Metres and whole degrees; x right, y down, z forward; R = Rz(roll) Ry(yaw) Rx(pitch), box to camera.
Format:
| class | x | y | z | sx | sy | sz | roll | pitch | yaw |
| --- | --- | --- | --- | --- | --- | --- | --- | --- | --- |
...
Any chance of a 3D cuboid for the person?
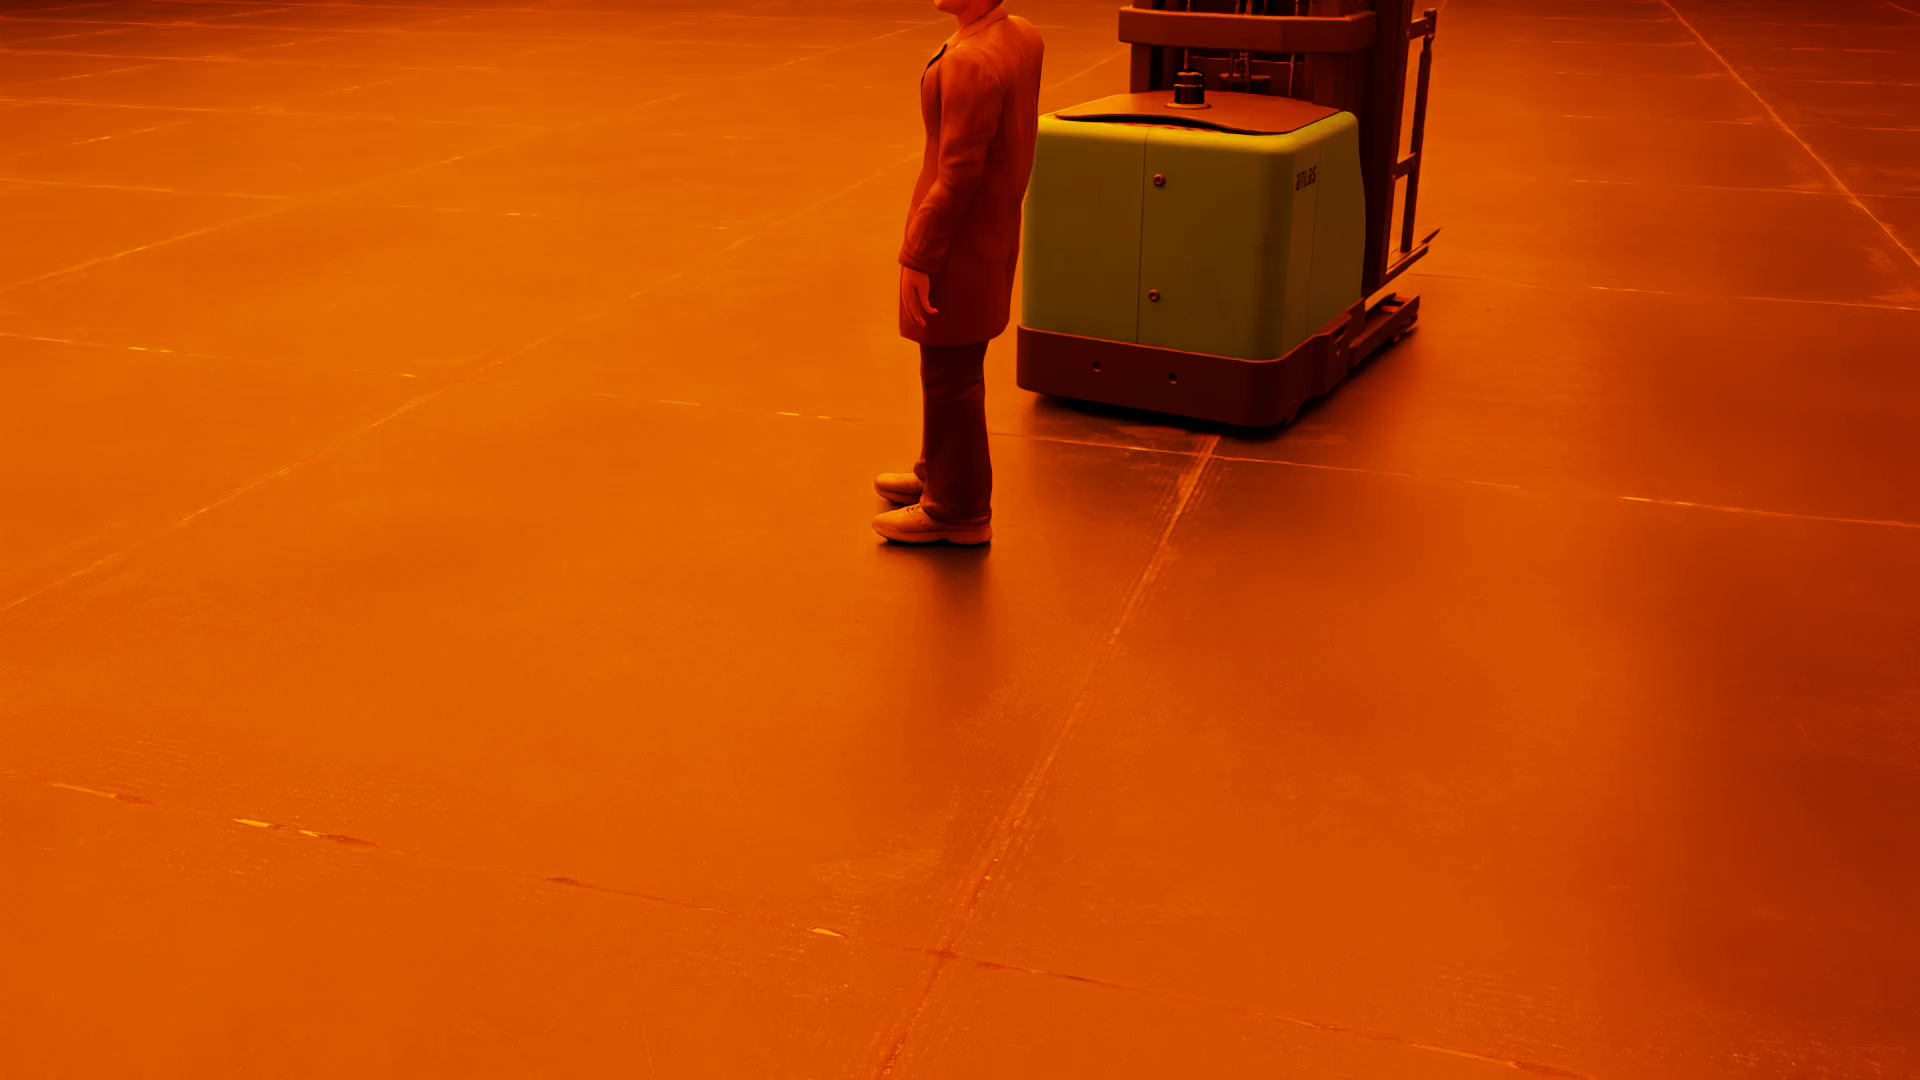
| class | x | y | z | sx | sy | sz | roll | pitch | yaw |
| --- | --- | --- | --- | --- | --- | --- | --- | --- | --- |
| person | -0.087 | -0.840 | 4.807 | 0.579 | 1.777 | 0.696 | 7 | 23 | 16 |

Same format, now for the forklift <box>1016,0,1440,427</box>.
| class | x | y | z | sx | sy | sz | roll | pitch | yaw |
| --- | --- | --- | --- | --- | --- | --- | --- | --- | --- |
| forklift | 1.373 | -2.277 | 6.795 | 1.130 | 2.935 | 3.031 | 12 | 25 | 27 |
